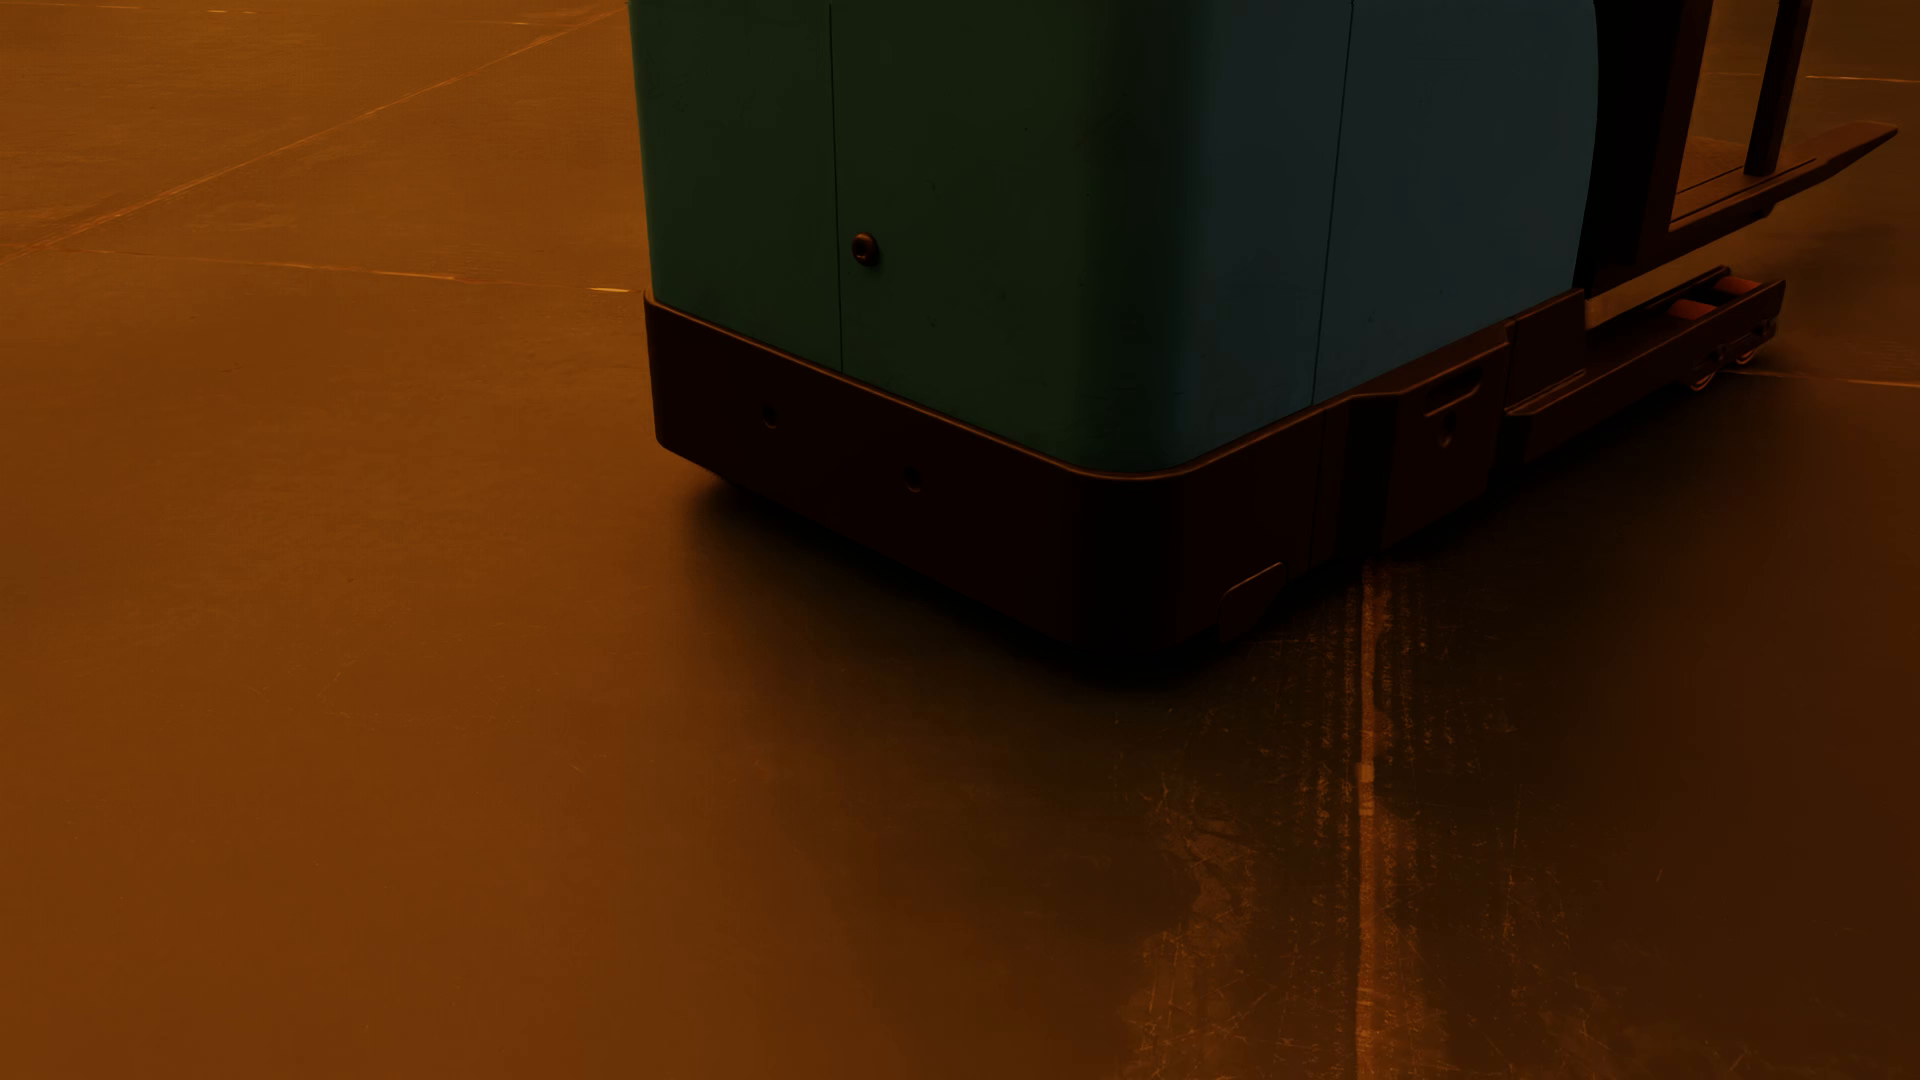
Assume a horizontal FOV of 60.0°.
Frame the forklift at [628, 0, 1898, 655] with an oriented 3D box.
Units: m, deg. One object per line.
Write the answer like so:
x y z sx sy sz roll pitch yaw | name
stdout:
0.916 -1.727 2.669 3.031 2.935 1.130 -24 35 -39 | forklift
